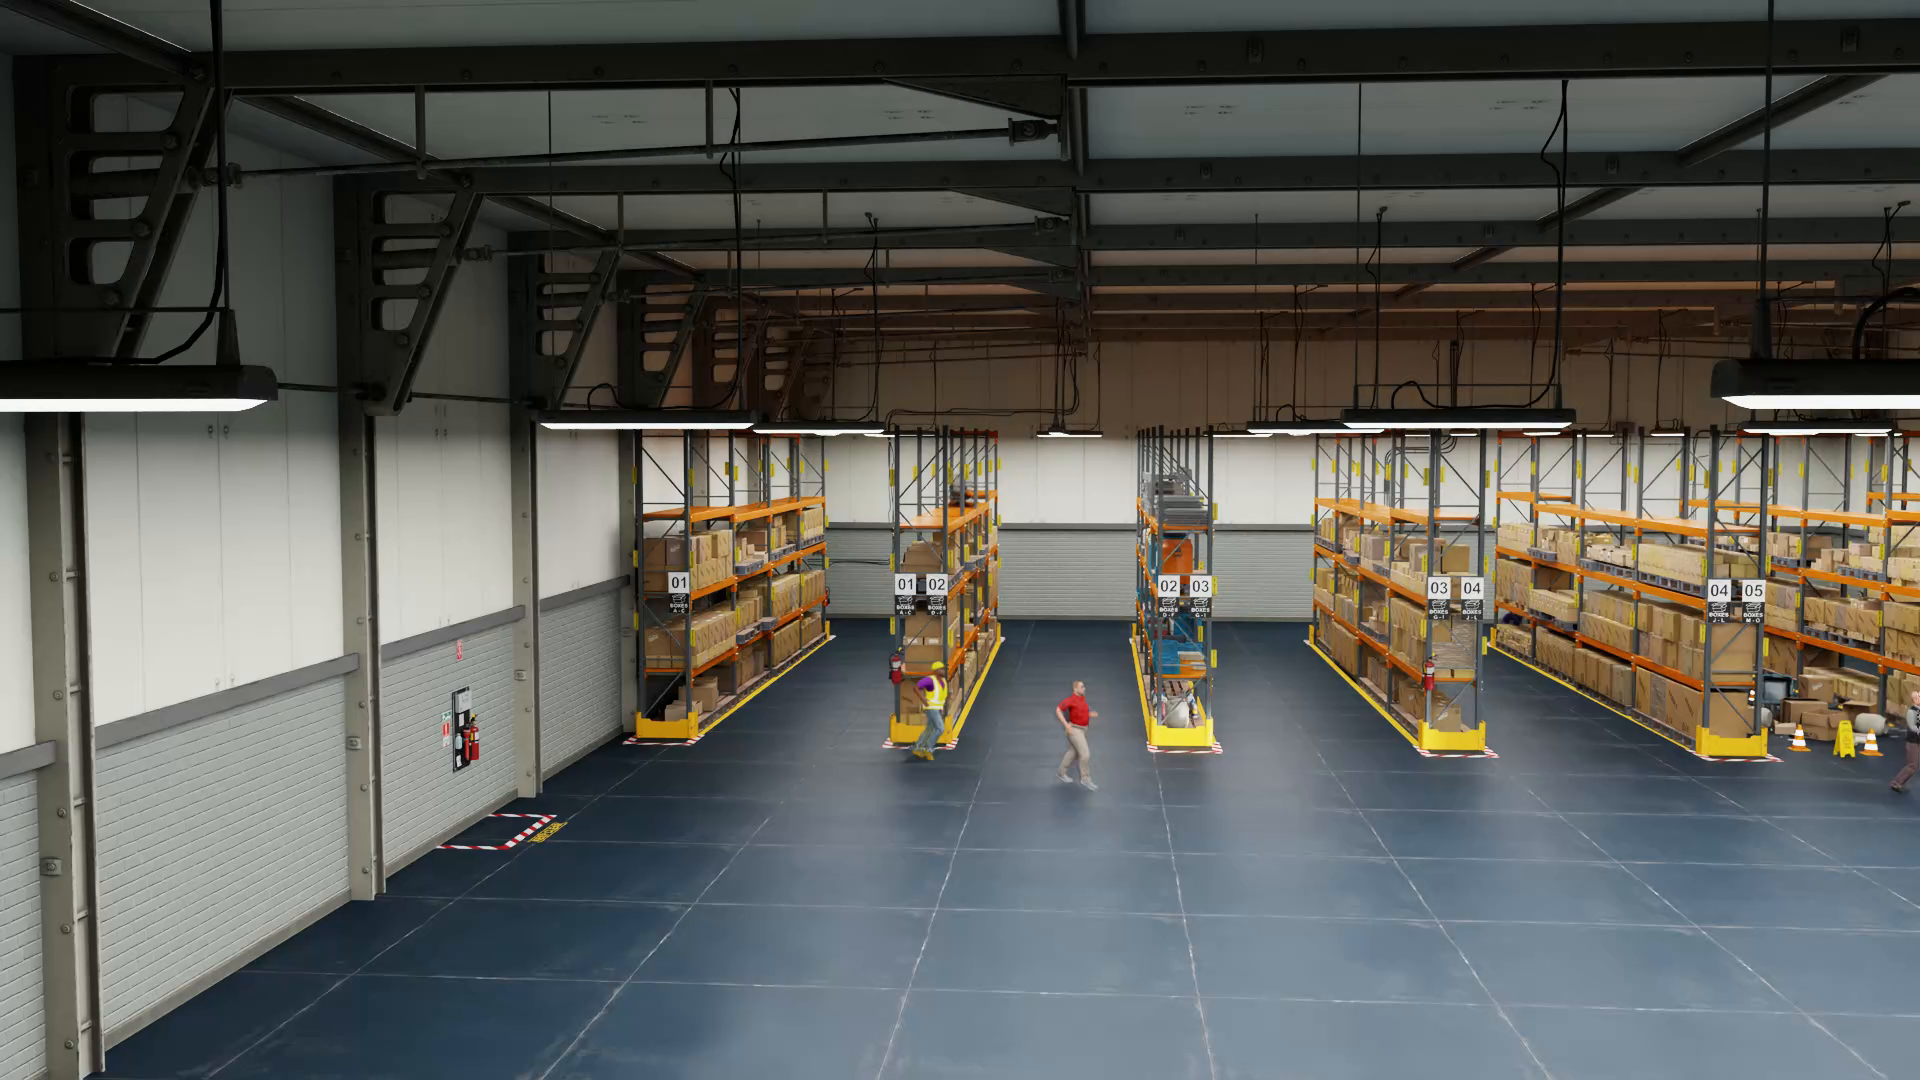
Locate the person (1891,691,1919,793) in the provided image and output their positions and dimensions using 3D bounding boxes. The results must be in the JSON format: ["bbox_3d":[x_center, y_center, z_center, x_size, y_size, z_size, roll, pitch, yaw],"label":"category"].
[{"bbox_3d":[15.336,3.288,26.591,0.659,1.755,0.751,-2,4,-34],"label":"person"}]

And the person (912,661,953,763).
[{"bbox_3d":[-0.471,3.066,29.853,0.716,1.782,0.702,2,4,29],"label":"person"}]

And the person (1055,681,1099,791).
[{"bbox_3d":[1.934,3.201,27.394,0.818,1.774,0.654,2,4,24],"label":"person"}]

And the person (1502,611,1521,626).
[{"bbox_3d":[15.739,2.169,47.242,0.684,1.461,0.583,0,3,-7],"label":"person"}]
